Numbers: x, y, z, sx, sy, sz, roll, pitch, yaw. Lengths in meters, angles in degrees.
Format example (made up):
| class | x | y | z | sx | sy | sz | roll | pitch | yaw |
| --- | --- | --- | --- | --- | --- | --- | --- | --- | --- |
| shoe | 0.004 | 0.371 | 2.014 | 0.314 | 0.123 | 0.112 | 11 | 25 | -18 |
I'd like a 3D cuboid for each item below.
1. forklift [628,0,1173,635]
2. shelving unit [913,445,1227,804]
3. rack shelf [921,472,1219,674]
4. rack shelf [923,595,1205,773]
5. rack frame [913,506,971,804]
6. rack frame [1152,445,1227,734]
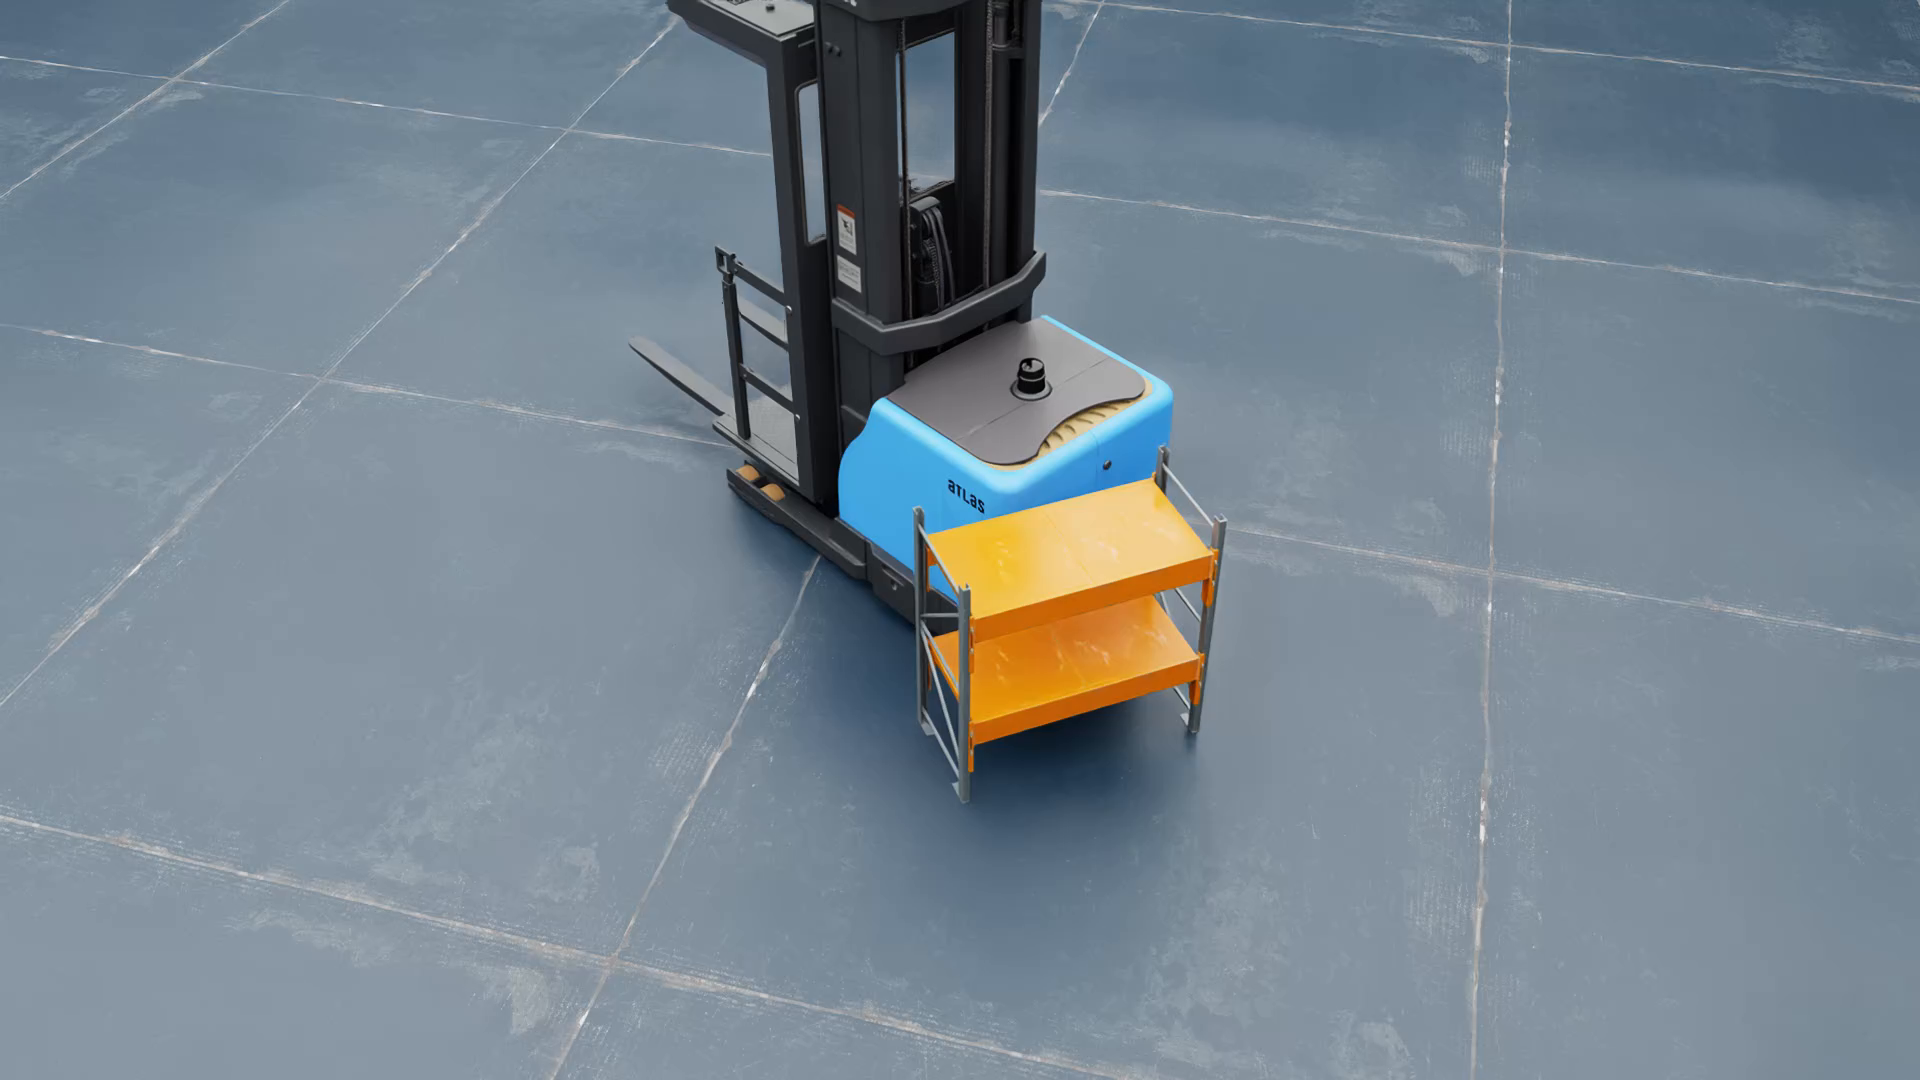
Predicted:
| class | x | y | z | sx | sy | sz | roll | pitch | yaw |
| --- | --- | --- | --- | --- | --- | --- | --- | --- | --- |
| forklift | -0.465 | -1.421 | 7.188 | 1.130 | 2.935 | 3.031 | -31 | 49 | -31 |
| shelving unit | 0.404 | 0.334 | 6.502 | 1.048 | 1.125 | 0.538 | -14 | 42 | -17 |
| rack shelf | 0.404 | 0.110 | 6.313 | 1.000 | 0.278 | 0.538 | -14 | 42 | -17 |
| rack shelf | 0.404 | 0.522 | 6.659 | 1.000 | 0.278 | 0.538 | -14 | 42 | -17 |
| rack frame | -0.068 | 0.456 | 6.357 | 0.032 | 1.125 | 0.500 | -14 | 42 | -17 |
| rack frame | 0.876 | 0.213 | 6.646 | 0.032 | 1.125 | 0.500 | -14 | 42 | -17 |
